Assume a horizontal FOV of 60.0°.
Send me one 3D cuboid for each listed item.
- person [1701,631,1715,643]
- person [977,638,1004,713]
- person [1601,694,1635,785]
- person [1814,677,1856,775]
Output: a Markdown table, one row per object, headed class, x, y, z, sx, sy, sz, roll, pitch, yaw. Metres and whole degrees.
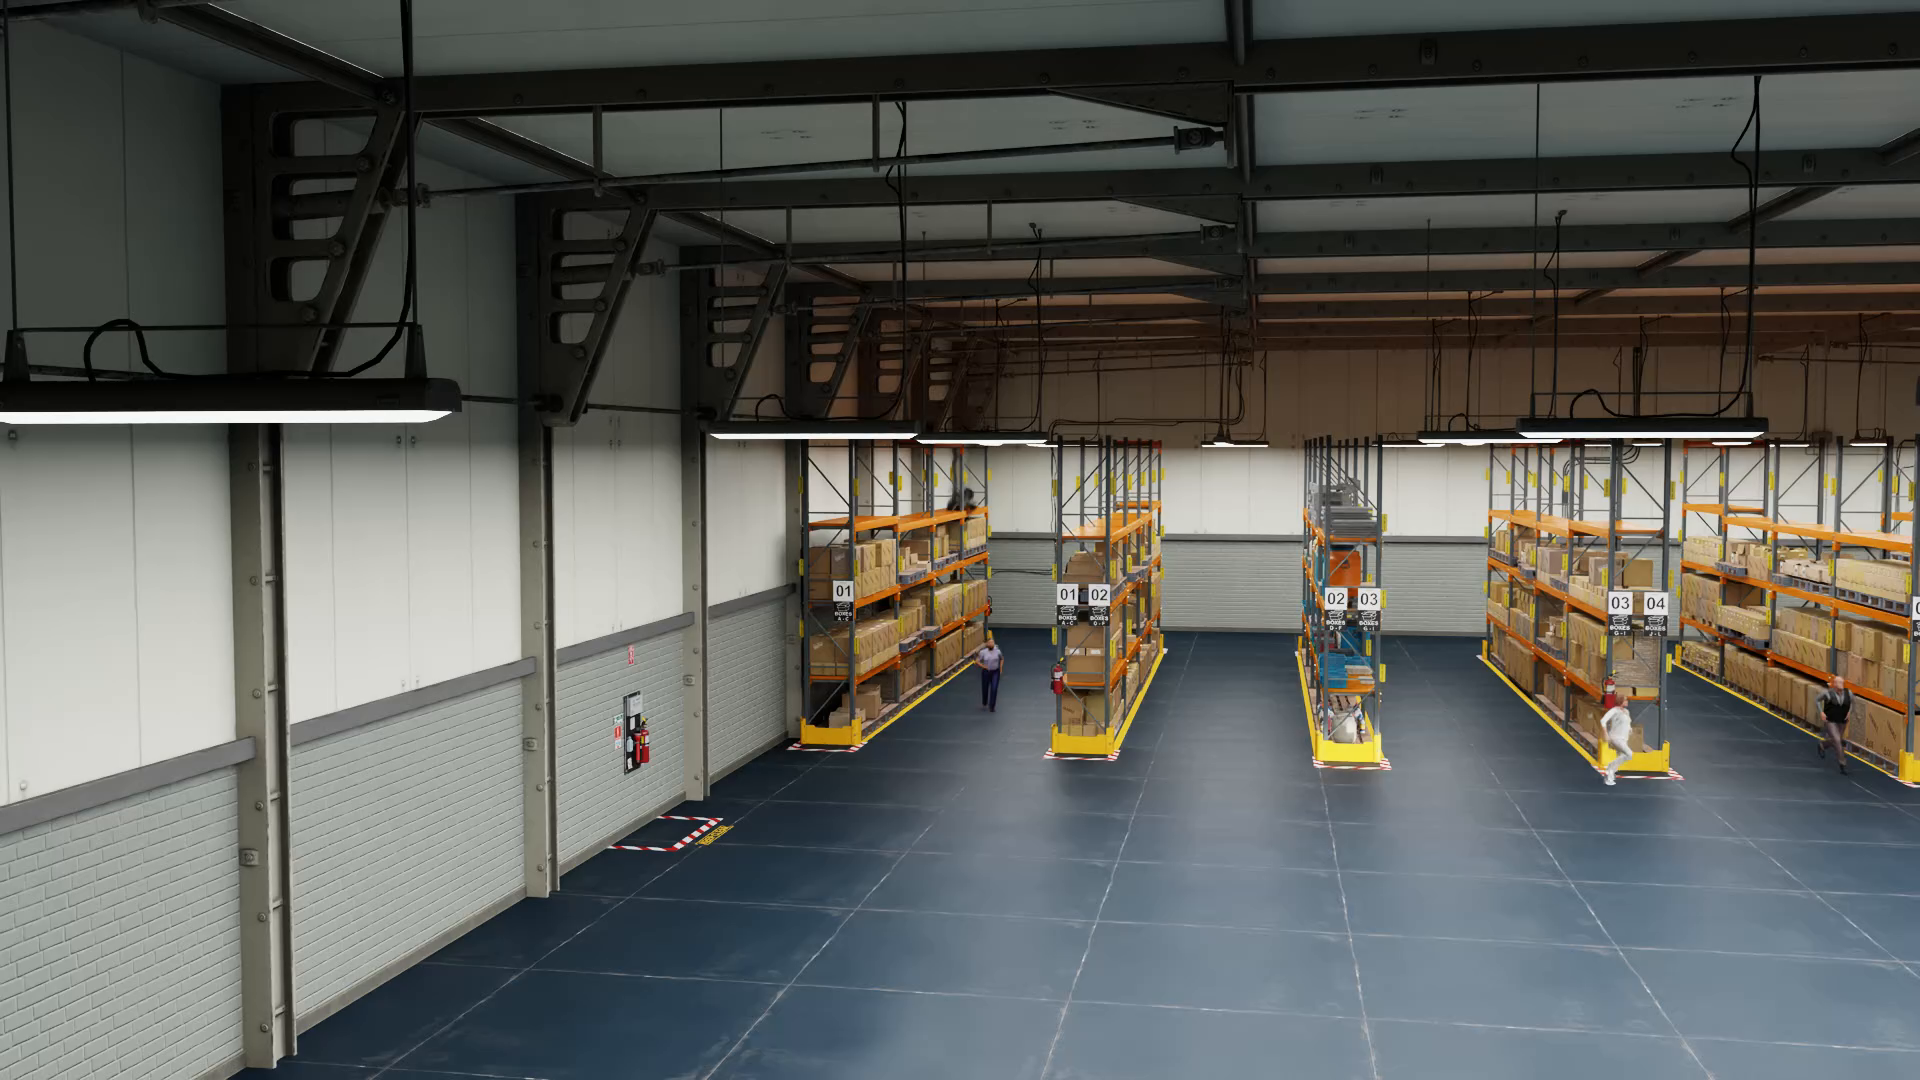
| class | x | y | z | sx | sy | sz | roll | pitch | yaw |
| --- | --- | --- | --- | --- | --- | --- | --- | --- | --- |
| person | 20.459 | 2.398 | 45.414 | 0.930 | 1.691 | 0.605 | 0 | 3 | -3 |
| person | 0.671 | 2.951 | 36.455 | 0.616 | 1.598 | 0.679 | 0 | 3 | -5 |
| person | 11.307 | 3.416 | 28.415 | 0.554 | 1.532 | 0.521 | -2 | 4 | -37 |
| person | 15.644 | 3.268 | 29.774 | 0.660 | 1.707 | 1.090 | 0 | 3 | -1 |
